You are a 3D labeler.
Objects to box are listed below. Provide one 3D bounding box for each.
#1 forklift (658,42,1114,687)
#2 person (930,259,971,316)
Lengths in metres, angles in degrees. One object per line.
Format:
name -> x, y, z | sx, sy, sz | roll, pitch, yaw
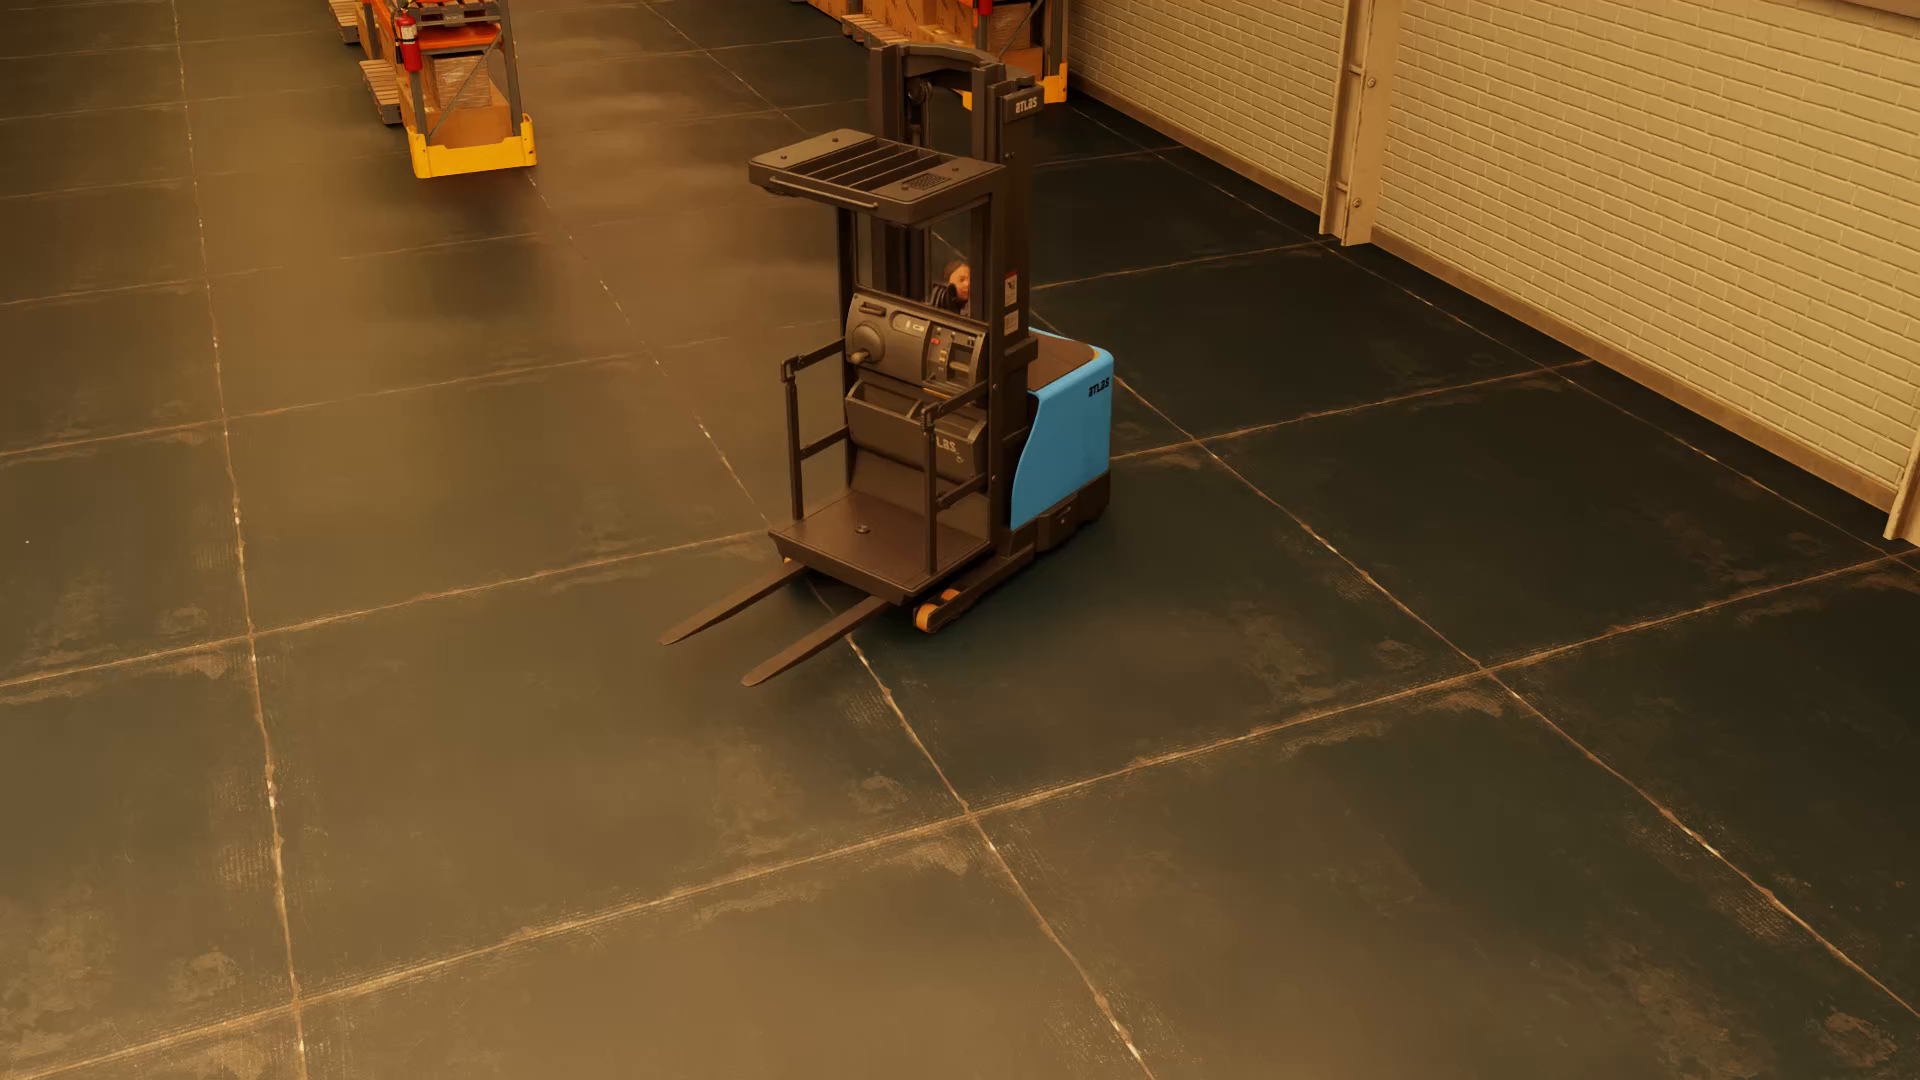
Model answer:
forklift -> -0.380, -1.035, 8.930 | 1.130, 2.935, 3.031 | 22, 36, 33
person -> 0.009, -0.758, 9.556 | 0.592, 1.629, 0.536 | -12, 32, -20
